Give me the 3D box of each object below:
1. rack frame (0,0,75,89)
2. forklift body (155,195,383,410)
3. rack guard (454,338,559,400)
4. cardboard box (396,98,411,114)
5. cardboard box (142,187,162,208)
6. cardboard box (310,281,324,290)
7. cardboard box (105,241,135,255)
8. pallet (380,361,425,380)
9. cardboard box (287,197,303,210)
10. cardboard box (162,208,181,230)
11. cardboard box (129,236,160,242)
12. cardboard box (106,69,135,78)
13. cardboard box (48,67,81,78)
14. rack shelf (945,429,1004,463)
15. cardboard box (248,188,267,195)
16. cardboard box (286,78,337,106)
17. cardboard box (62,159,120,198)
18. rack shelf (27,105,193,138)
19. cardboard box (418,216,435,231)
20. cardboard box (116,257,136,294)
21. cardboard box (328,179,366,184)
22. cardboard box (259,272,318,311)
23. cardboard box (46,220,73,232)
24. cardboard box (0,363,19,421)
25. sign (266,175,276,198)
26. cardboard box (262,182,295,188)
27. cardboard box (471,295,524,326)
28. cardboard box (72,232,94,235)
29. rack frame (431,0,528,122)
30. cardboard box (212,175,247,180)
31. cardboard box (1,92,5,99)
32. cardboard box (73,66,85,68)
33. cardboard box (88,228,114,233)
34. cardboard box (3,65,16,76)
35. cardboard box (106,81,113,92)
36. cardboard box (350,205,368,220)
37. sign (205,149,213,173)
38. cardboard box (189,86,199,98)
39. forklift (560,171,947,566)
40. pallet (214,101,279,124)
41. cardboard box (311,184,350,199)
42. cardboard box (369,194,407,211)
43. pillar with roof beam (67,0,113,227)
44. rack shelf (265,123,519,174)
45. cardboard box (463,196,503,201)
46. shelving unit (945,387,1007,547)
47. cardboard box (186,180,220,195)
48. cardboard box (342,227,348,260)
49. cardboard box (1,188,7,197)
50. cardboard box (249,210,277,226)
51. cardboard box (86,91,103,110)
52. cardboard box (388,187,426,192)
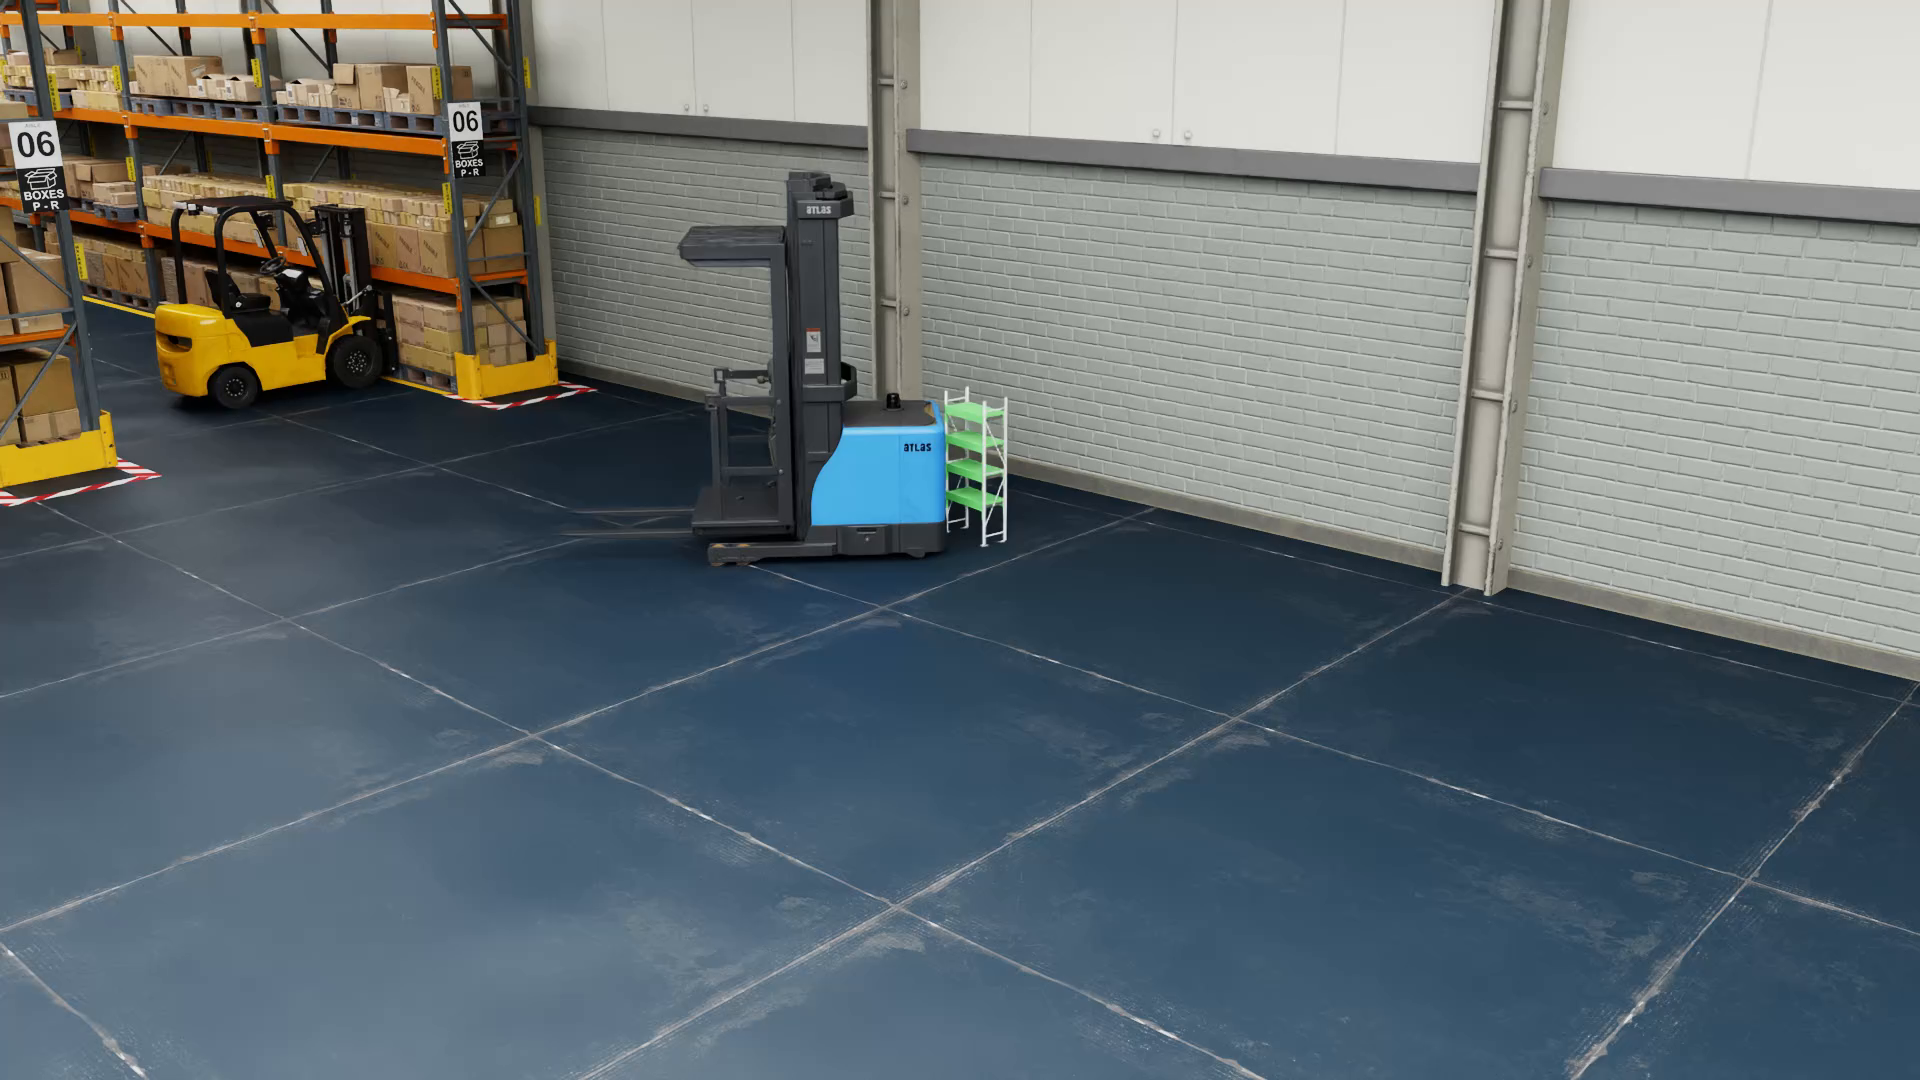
[{"bbox_3d":[-14.150,-8.423,25.276,0.127,3.000,1.000,15,23,39],"label":"rack frame"},{"bbox_3d":[-7.804,-2.717,18.619,1.214,2.155,2.313,15,23,39],"label":"forklift body"},{"bbox_3d":[-5.157,-1.958,18.954,0.348,0.500,1.175,15,23,39],"label":"rack guard"},{"bbox_3d":[-5.996,-4.810,18.405,0.250,0.149,0.380,14,22,38],"label":"cardboard box"},{"bbox_3d":[-11.005,-4.777,23.127,0.500,0.250,0.500,15,23,39],"label":"cardboard box"},{"bbox_3d":[-7.637,-3.050,20.463,0.500,0.250,0.500,15,23,39],"label":"cardboard box"},{"bbox_3d":[-12.442,-4.344,24.706,0.250,0.149,0.380,15,23,38],"label":"cardboard box"},{"bbox_3d":[-6.683,-2.214,20.239,1.213,0.211,1.003,15,23,39],"label":"pallet"},{"bbox_3d":[-8.103,-4.191,20.619,0.250,0.149,0.380,15,23,38],"label":"cardboard box"},{"bbox_3d":[-10.616,-4.442,22.899,0.500,0.250,0.500,14,23,38],"label":"cardboard box"},{"bbox_3d":[-12.344,-4.501,25.201,0.250,0.149,0.380,15,23,40],"label":"cardboard box"},{"bbox_3d":[-11.738,-6.529,23.365,0.250,0.149,0.380,14,22,37],"label":"cardboard box"},{"bbox_3d":[-13.027,-6.808,24.210,0.250,0.149,0.380,15,23,40],"label":"cardboard box"},{"bbox_3d":[0.126,-0.764,13.455,0.258,0.148,0.480,-14,22,-37],"label":"rack shelf"},{"bbox_3d":[-8.922,-4.441,21.409,0.250,0.149,0.380,15,23,39],"label":"cardboard box"},{"bbox_3d":[-7.706,-5.370,19.903,0.500,0.311,0.500,16,23,40],"label":"cardboard box"},{"bbox_3d":[-12.962,-5.402,24.815,0.500,0.500,0.700,15,23,39],"label":"cardboard box"},{"bbox_3d":[-12.654,-6.249,24.573,4.000,0.370,1.077,15,23,39],"label":"rack shelf"},{"bbox_3d":[-5.831,-3.562,18.638,0.250,0.149,0.380,16,23,40],"label":"cardboard box"},{"bbox_3d":[-11.984,-3.908,24.406,0.500,0.500,0.500,15,23,38],"label":"cardboard box"},{"bbox_3d":[-7.727,-4.460,20.977,0.250,0.149,0.380,15,23,39],"label":"cardboard box"},{"bbox_3d":[-8.564,-3.128,21.740,0.625,0.625,0.875,16,24,42],"label":"cardboard box"},{"bbox_3d":[-14.018,-4.905,25.981,0.250,0.149,0.380,15,23,38],"label":"cardboard box"},{"bbox_3d":[-9.239,-1.379,15.610,0.500,0.500,0.500,15,23,40],"label":"cardboard box"},{"bbox_3d":[-8.519,-4.347,20.566,0.005,0.325,0.100,15,23,39],"label":"sign"},{"bbox_3d":[-9.013,-4.652,22.072,0.250,0.149,0.380,15,23,39],"label":"cardboard box"},{"bbox_3d":[-5.408,-2.660,19.231,0.500,0.250,0.500,15,23,38],"label":"cardboard box"},{"bbox_3d":[-13.600,-4.662,25.709,0.250,0.149,0.380,14,22,36],"label":"cardboard box"},{"bbox_3d":[-5.175,-6.013,17.684,0.127,3.000,1.000,15,23,39],"label":"rack frame"},{"bbox_3d":[-10.127,-4.971,23.079,0.250,0.149,0.380,14,23,38],"label":"cardboard box"},{"bbox_3d":[-14.615,-6.879,25.784,0.250,0.149,0.380,15,23,39],"label":"cardboard box"},{"bbox_3d":[-12.915,-6.958,24.683,0.250,0.149,0.380,15,23,40],"label":"cardboard box"},{"bbox_3d":[-13.483,-4.821,26.210,0.250,0.149,0.380,15,23,39],"label":"cardboard box"},{"bbox_3d":[-14.218,-7.104,25.142,0.250,0.149,0.380,16,24,41],"label":"cardboard box"},{"bbox_3d":[-11.764,-6.382,23.392,0.250,0.149,0.380,14,23,38],"label":"cardboard box"},{"bbox_3d":[-6.959,-3.876,19.627,0.250,0.149,0.380,14,23,38],"label":"cardboard box"},{"bbox_3d":[-10.792,-5.438,23.875,0.005,0.325,0.100,15,23,39],"label":"sign"},{"bbox_3d":[-9.767,-5.822,21.595,0.250,0.149,0.380,15,23,39],"label":"cardboard box"},{"bbox_3d":[-1.643,-1.361,13.054,3.031,2.935,1.130,-1,18,-4],"label":"forklift"},{"bbox_3d":[-8.835,-5.470,21.246,1.217,0.209,0.805,14,22,37],"label":"pallet"},{"bbox_3d":[-7.673,-4.243,20.295,0.250,0.149,0.380,14,23,38],"label":"cardboard box"},{"bbox_3d":[-6.604,-3.910,19.245,0.250,0.149,0.380,16,23,40],"label":"cardboard box"},{"bbox_3d":[-16.930,-7.793,23.290,0.400,9.000,9.100,15,23,39],"label":"pillar with roof beam"},{"bbox_3d":[-6.670,-4.642,19.512,4.000,0.370,1.077,15,23,39],"label":"rack shelf"},{"bbox_3d":[-5.441,-3.836,19.011,0.250,0.149,0.380,16,24,41],"label":"cardboard box"},{"bbox_3d":[0.126,-0.597,13.508,0.258,1.200,0.503,-14,22,-37],"label":"shelving unit"},{"bbox_3d":[-10.143,-4.730,22.319,0.250,0.149,0.380,16,23,40],"label":"cardboard box"},{"bbox_3d":[-7.228,-3.654,20.003,0.500,0.500,0.500,15,23,39],"label":"cardboard box"},{"bbox_3d":[-15.154,-5.603,26.725,0.250,0.149,0.380,16,23,41],"label":"cardboard box"},{"bbox_3d":[-8.703,-4.165,21.197,0.500,0.250,0.500,14,23,38],"label":"cardboard box"},{"bbox_3d":[-12.080,-6.267,23.691,0.500,0.250,0.500,15,23,39],"label":"cardboard box"},{"bbox_3d":[-6.622,-4.138,19.961,0.250,0.149,0.380,16,24,41],"label":"cardboard box"}]
